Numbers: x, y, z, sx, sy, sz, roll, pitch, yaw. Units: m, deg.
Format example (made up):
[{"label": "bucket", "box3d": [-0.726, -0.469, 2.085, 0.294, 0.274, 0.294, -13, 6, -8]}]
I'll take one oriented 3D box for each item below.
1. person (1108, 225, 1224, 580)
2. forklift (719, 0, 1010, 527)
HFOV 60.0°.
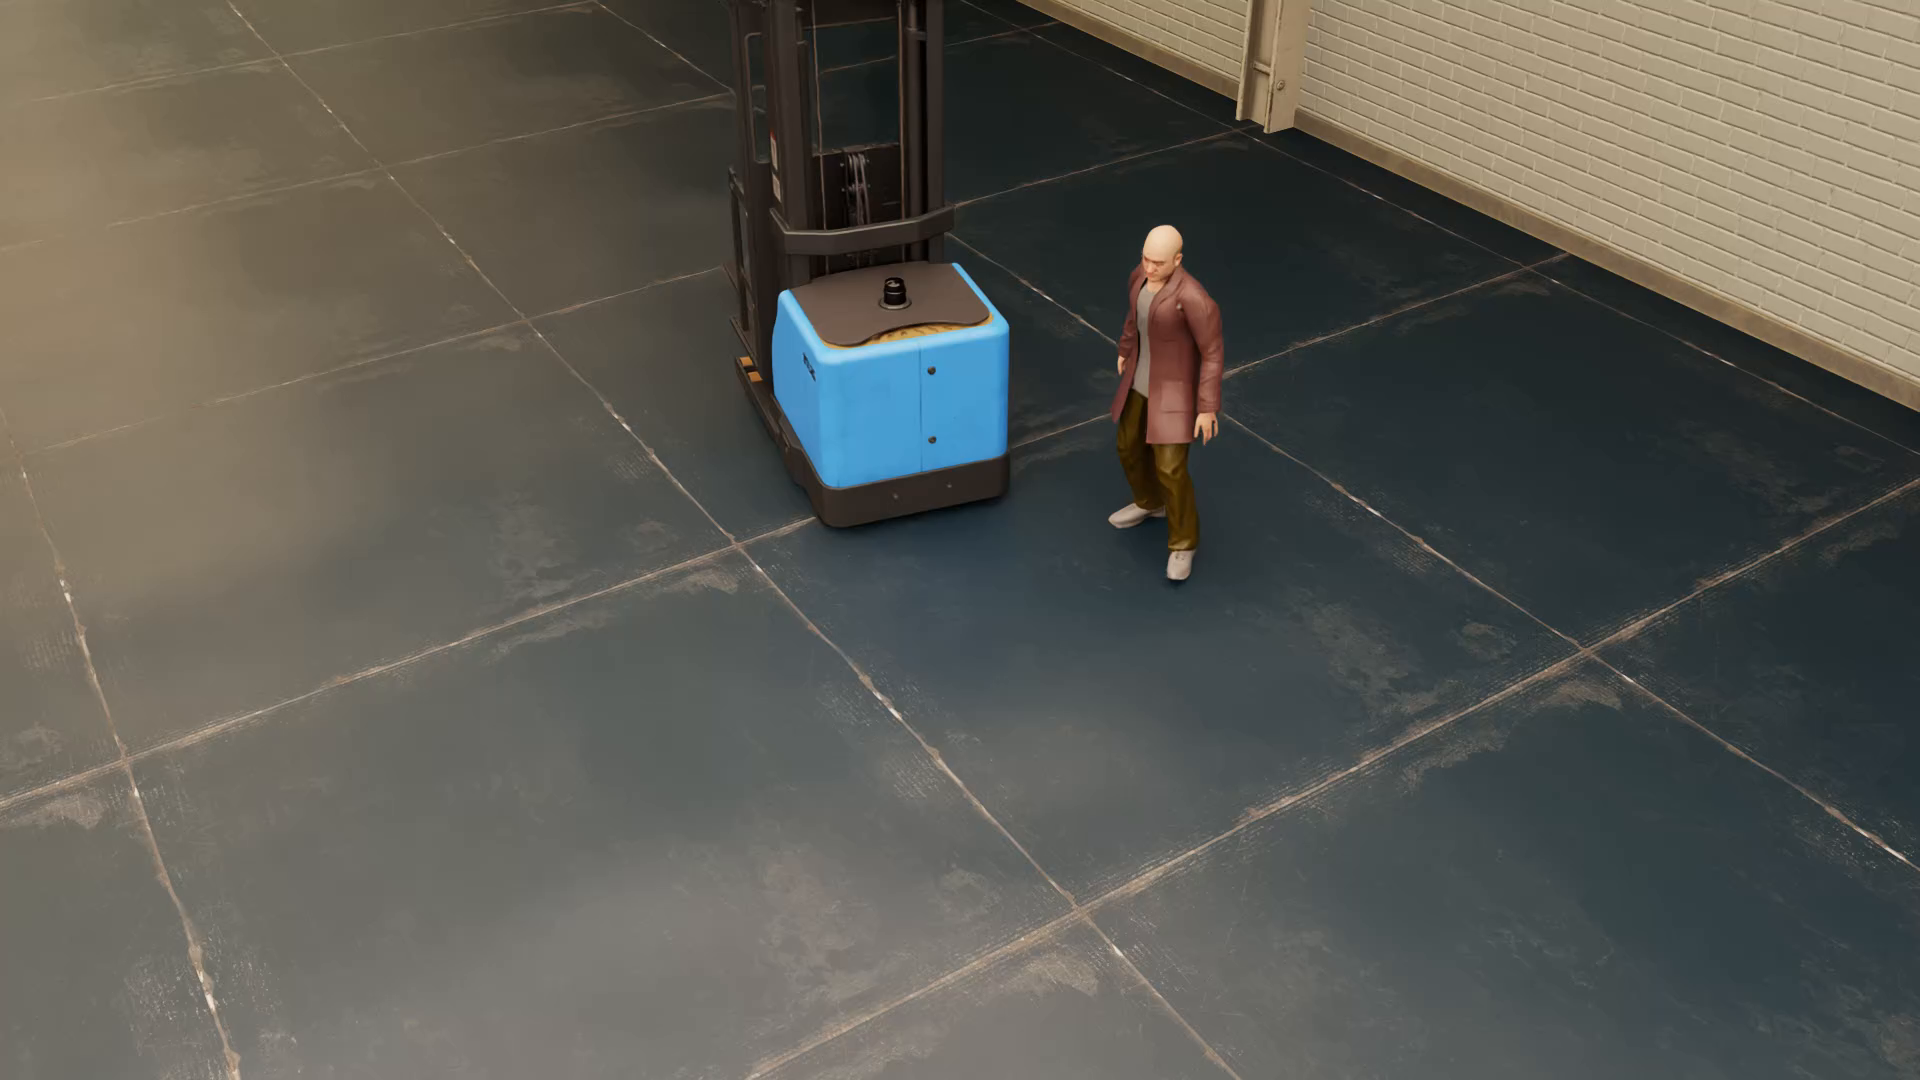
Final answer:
[{"label": "person", "box3d": [1.012, -0.756, 8.258, 0.423, 1.750, 0.890, -20, 40, -26]}, {"label": "forklift", "box3d": [-0.716, -2.108, 9.148, 1.130, 2.935, 3.031, -12, 37, -16]}]
